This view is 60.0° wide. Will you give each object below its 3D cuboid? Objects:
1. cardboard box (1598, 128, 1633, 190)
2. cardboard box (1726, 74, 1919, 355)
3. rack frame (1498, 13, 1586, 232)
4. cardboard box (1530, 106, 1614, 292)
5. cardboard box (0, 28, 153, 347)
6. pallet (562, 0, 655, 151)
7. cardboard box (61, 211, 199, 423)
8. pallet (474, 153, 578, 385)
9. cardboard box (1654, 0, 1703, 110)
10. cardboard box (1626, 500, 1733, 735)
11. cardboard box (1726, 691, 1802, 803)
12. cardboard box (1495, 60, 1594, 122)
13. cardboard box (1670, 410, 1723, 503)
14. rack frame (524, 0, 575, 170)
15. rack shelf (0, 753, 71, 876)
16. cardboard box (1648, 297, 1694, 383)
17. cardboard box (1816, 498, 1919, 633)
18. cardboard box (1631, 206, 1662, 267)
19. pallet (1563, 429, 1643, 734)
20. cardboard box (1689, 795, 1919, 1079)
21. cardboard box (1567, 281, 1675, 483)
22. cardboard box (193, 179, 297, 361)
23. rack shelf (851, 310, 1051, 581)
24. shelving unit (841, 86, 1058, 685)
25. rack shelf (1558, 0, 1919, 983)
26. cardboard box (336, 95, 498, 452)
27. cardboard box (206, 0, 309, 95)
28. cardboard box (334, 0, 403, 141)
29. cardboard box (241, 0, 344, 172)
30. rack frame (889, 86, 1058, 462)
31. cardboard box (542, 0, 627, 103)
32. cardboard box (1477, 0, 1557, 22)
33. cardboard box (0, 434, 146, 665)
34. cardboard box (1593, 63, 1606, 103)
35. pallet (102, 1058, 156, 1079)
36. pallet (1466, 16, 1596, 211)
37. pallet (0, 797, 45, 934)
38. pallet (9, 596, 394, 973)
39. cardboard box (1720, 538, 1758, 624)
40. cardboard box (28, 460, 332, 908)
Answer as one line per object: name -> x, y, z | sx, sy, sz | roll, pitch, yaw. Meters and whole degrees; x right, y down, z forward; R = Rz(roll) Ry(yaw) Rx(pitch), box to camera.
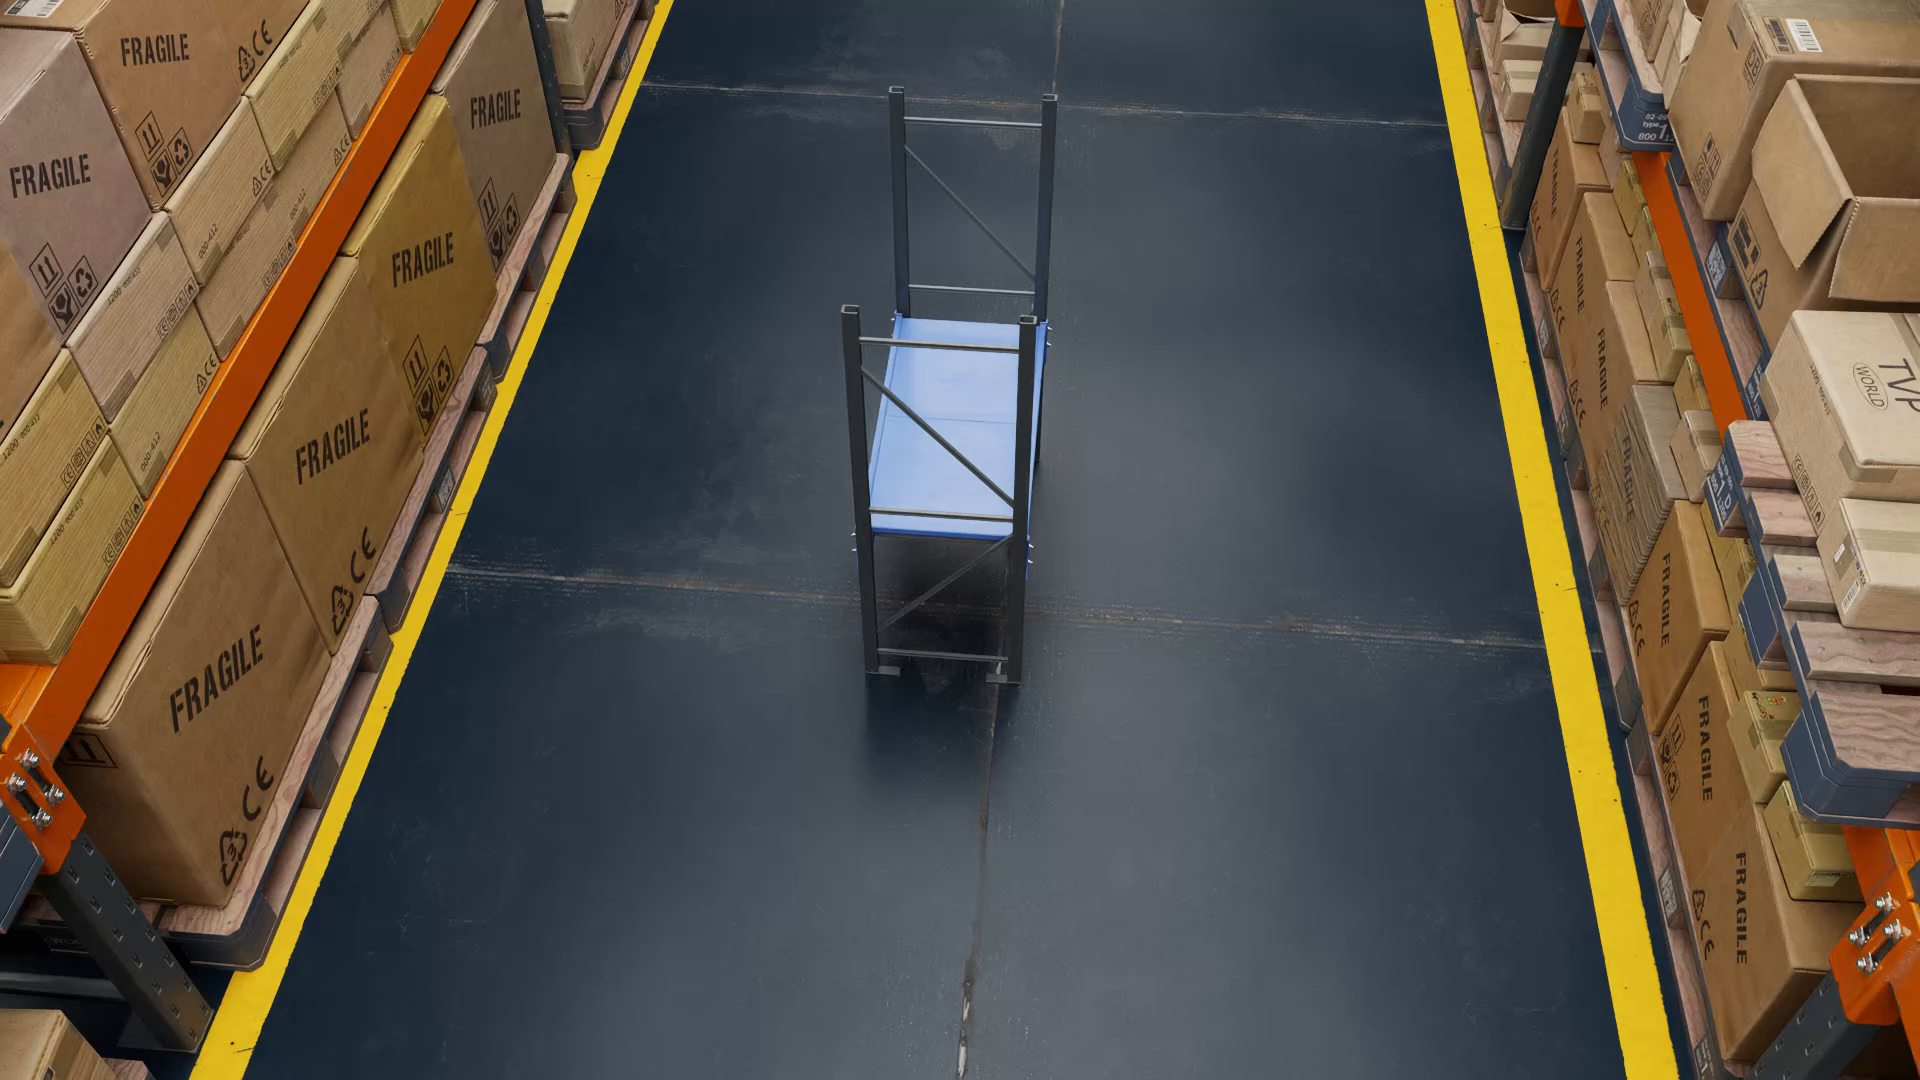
cardboard box -> 2.516, -1.375, 5.944 | 0.380, 0.149, 0.250 | 3, 48, 2
cardboard box -> 2.362, -0.761, 4.059 | 0.797, 0.503, 0.637 | 3, 48, 3
rack frame -> 2.761, -2.312, 5.832 | 1.000, 3.000, 0.127 | 4, 48, 4
cardboard box -> 2.493, -1.270, 6.288 | 0.500, 0.500, 0.500 | 6, 48, 5
cardboard box -> -2.222, -0.786, 3.691 | 0.500, 0.500, 0.500 | 4, 48, 4
pallet -> -2.035, -2.256, 7.670 | 1.003, 0.211, 1.213 | 4, 48, 4
cardboard box -> -2.206, -0.557, 3.990 | 0.500, 0.250, 0.500 | 5, 48, 4
pallet -> -2.177, -1.130, 6.640 | 1.003, 0.211, 1.213 | 4, 48, 4
cardboard box -> 2.253, -1.413, 4.816 | 0.396, 0.266, 0.258 | 6, 48, 5
cardboard box -> 2.322, 0.252, 4.896 | 0.500, 0.500, 0.500 | 6, 48, 5
cardboard box -> 2.184, 0.528, 4.204 | 0.380, 0.149, 0.250 | 2, 48, 2
cardboard box -> 2.520, -1.921, 7.121 | 0.380, 0.149, 0.250 | 3, 48, 2
cardboard box -> 2.339, -0.242, 4.909 | 0.380, 0.149, 0.250 | 2, 48, 2
rack frame -> -2.182, -2.643, 6.135 | 1.000, 3.000, 0.127 | 4, 48, 4
rack shelf -> -2.729, 2.009, 2.368 | 1.077, 0.370, 4.000 | 4, 48, 4
cardboard box -> 2.407, -0.620, 5.254 | 0.380, 0.149, 0.250 | 5, 48, 5
cardboard box -> 2.075, 0.062, 3.546 | 0.380, 0.149, 0.250 | 5, 48, 4
cardboard box -> 2.492, -0.983, 5.586 | 0.380, 0.149, 0.250 | 3, 48, 3
pallet -> 2.616, 0.128, 5.490 | 1.003, 0.211, 1.213 | 4, 48, 4
cardboard box -> 2.221, 1.004, 4.208 | 0.500, 0.500, 0.500 | 5, 48, 5
cardboard box -> 2.405, -0.511, 5.594 | 0.500, 0.500, 0.500 | 3, 48, 2
cardboard box -> -2.168, -0.760, 4.514 | 0.500, 0.250, 0.500 | 5, 48, 5
rack shelf -> -0.008, -0.322, 5.272 | 0.538, 0.185, 1.000 | 4, 48, 4
shelving unit -> -0.008, -0.443, 5.139 | 0.538, 1.500, 1.048 | 4, 48, 4
rack shelf -> 2.579, -0.600, 4.753 | 1.077, 0.370, 4.000 | 4, 48, 4
cardboard box -> -2.233, -0.943, 5.735 | 0.875, 0.875, 0.875 | 5, 48, 5
cardboard box -> -2.110, -1.536, 4.377 | 0.500, 0.500, 0.500 | 5, 48, 4
cardboard box -> -2.084, -1.502, 5.193 | 0.500, 0.250, 0.500 | 3, 48, 2
cardboard box -> -2.089, -1.295, 4.664 | 0.500, 0.250, 0.500 | 5, 48, 4
rack frame -> 0.039, -0.817, 5.481 | 0.500, 1.500, 0.032 | 4, 48, 4
cardboard box -> -2.018, -2.374, 7.341 | 0.875, 0.438, 0.875 | 3, 48, 3
cardboard box -> 2.765, -2.718, 7.613 | 0.700, 0.500, 0.500 | 2, 48, 2
cardboard box -> -2.251, 0.004, 3.815 | 0.500, 0.250, 0.500 | 3, 48, 3
cardboard box -> 2.524, -1.680, 6.022 | 0.380, 0.149, 0.250 | 3, 48, 3
pallet -> -2.619, 1.811, 3.950 | 1.003, 0.211, 1.213 | 4, 48, 4
pallet -> 2.825, -1.875, 7.322 | 1.003, 0.211, 1.213 | 4, 48, 4
pallet -> -2.505, 0.892, 3.032 | 1.213, 0.211, 1.003 | 4, 48, 4
pallet -> -2.400, 0.663, 5.001 | 1.003, 0.211, 1.213 | 4, 48, 4
cardboard box -> 2.321, 0.146, 4.553 | 0.380, 0.149, 0.250 | 5, 48, 5
cardboard box -> -2.401, 0.370, 4.535 | 0.875, 0.875, 0.875 | 3, 48, 3
